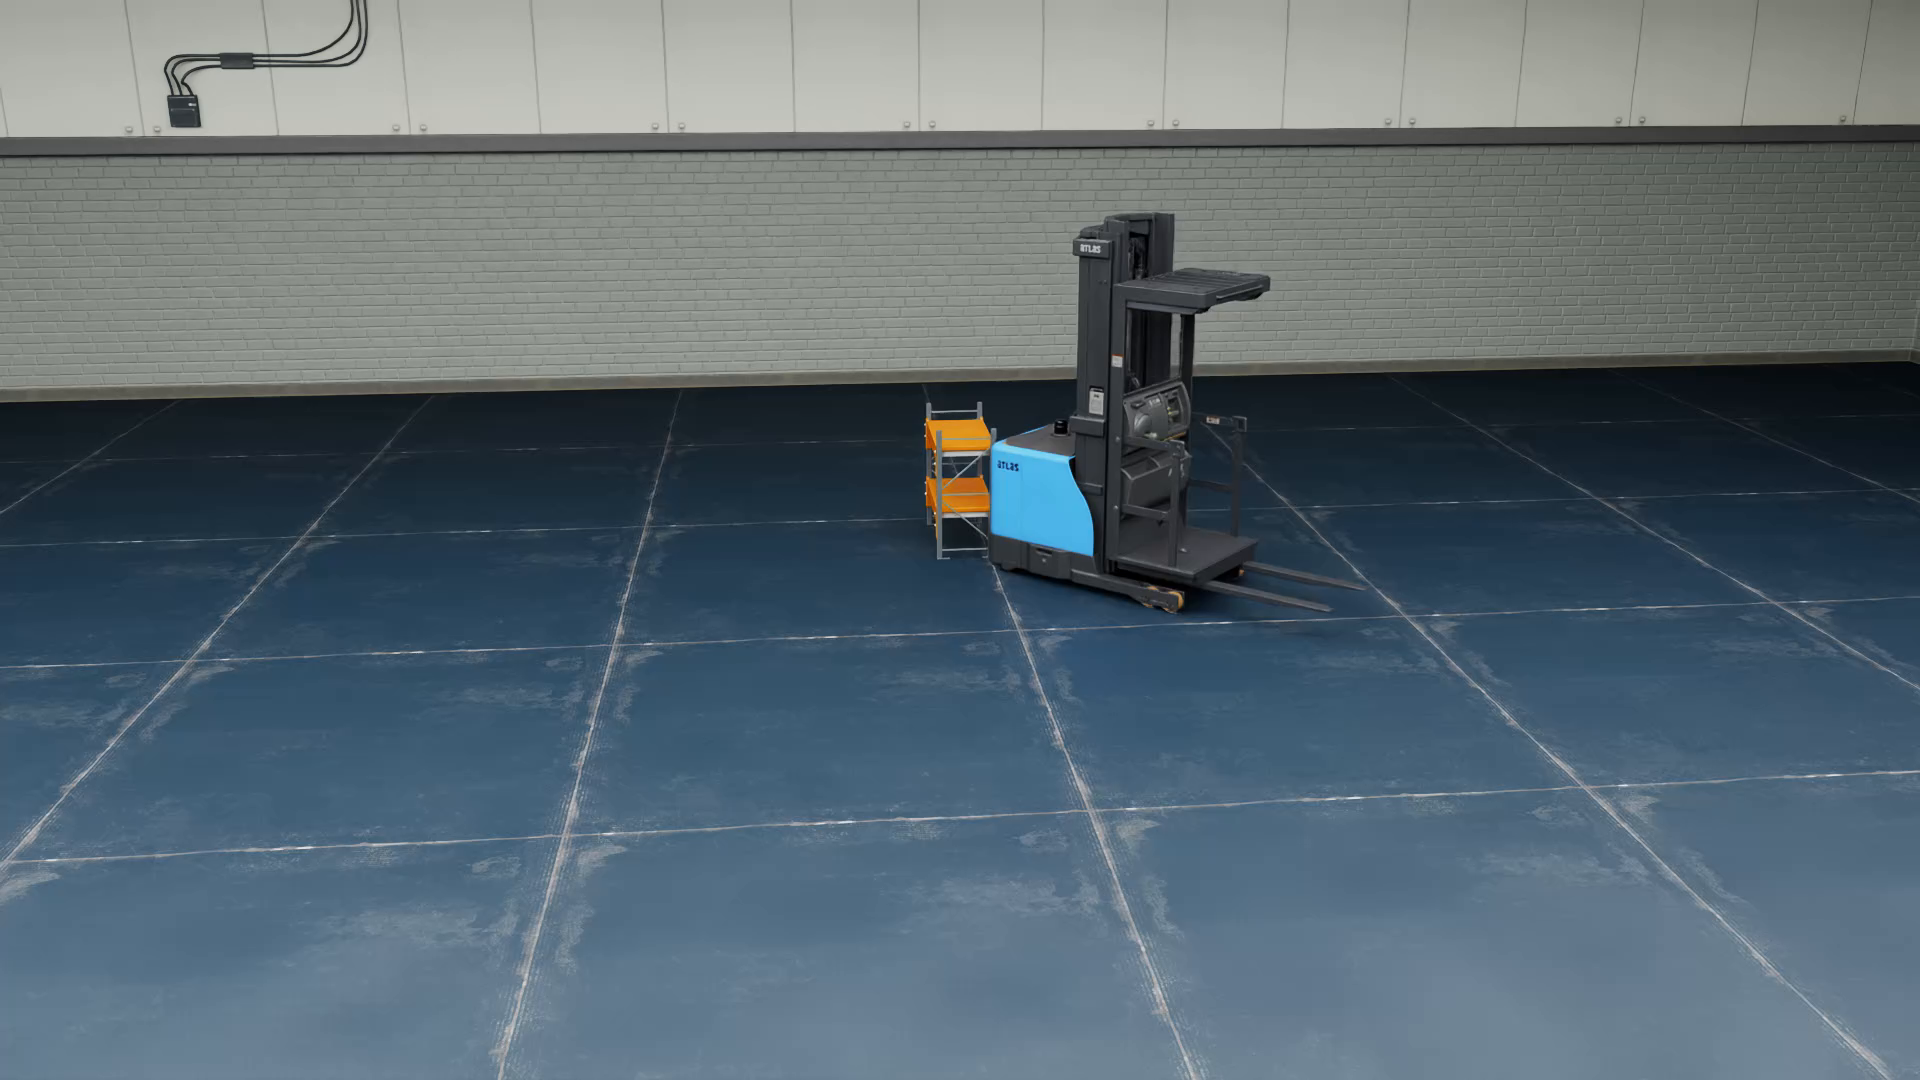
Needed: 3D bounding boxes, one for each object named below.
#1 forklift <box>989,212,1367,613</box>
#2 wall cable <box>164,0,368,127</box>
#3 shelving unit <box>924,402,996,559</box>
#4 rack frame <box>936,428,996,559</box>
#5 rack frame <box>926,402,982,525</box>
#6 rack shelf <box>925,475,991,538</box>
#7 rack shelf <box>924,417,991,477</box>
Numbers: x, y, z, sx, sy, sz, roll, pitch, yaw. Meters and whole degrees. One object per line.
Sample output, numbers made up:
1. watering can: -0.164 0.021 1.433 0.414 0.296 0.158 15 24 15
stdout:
1. forklift: 1.724 -1.015 13.017 3.031 2.935 1.130 13 22 35
2. wall cable: -7.940 -7.665 18.390 2.305 6.003 0.169 -2 18 -6
3. shelving unit: 0.001 -0.535 14.502 0.538 1.125 1.048 -2 18 -6
4. rack frame: 0.053 -0.383 14.020 0.500 1.125 0.032 -2 18 -6
5. rack frame: -0.052 -0.686 14.985 0.500 1.125 0.032 -2 18 -6
6. rack shelf: 0.001 -0.301 14.575 0.538 0.278 1.000 -2 18 -6
7. rack shelf: 0.001 -0.814 14.415 0.538 0.278 1.000 -2 18 -6
